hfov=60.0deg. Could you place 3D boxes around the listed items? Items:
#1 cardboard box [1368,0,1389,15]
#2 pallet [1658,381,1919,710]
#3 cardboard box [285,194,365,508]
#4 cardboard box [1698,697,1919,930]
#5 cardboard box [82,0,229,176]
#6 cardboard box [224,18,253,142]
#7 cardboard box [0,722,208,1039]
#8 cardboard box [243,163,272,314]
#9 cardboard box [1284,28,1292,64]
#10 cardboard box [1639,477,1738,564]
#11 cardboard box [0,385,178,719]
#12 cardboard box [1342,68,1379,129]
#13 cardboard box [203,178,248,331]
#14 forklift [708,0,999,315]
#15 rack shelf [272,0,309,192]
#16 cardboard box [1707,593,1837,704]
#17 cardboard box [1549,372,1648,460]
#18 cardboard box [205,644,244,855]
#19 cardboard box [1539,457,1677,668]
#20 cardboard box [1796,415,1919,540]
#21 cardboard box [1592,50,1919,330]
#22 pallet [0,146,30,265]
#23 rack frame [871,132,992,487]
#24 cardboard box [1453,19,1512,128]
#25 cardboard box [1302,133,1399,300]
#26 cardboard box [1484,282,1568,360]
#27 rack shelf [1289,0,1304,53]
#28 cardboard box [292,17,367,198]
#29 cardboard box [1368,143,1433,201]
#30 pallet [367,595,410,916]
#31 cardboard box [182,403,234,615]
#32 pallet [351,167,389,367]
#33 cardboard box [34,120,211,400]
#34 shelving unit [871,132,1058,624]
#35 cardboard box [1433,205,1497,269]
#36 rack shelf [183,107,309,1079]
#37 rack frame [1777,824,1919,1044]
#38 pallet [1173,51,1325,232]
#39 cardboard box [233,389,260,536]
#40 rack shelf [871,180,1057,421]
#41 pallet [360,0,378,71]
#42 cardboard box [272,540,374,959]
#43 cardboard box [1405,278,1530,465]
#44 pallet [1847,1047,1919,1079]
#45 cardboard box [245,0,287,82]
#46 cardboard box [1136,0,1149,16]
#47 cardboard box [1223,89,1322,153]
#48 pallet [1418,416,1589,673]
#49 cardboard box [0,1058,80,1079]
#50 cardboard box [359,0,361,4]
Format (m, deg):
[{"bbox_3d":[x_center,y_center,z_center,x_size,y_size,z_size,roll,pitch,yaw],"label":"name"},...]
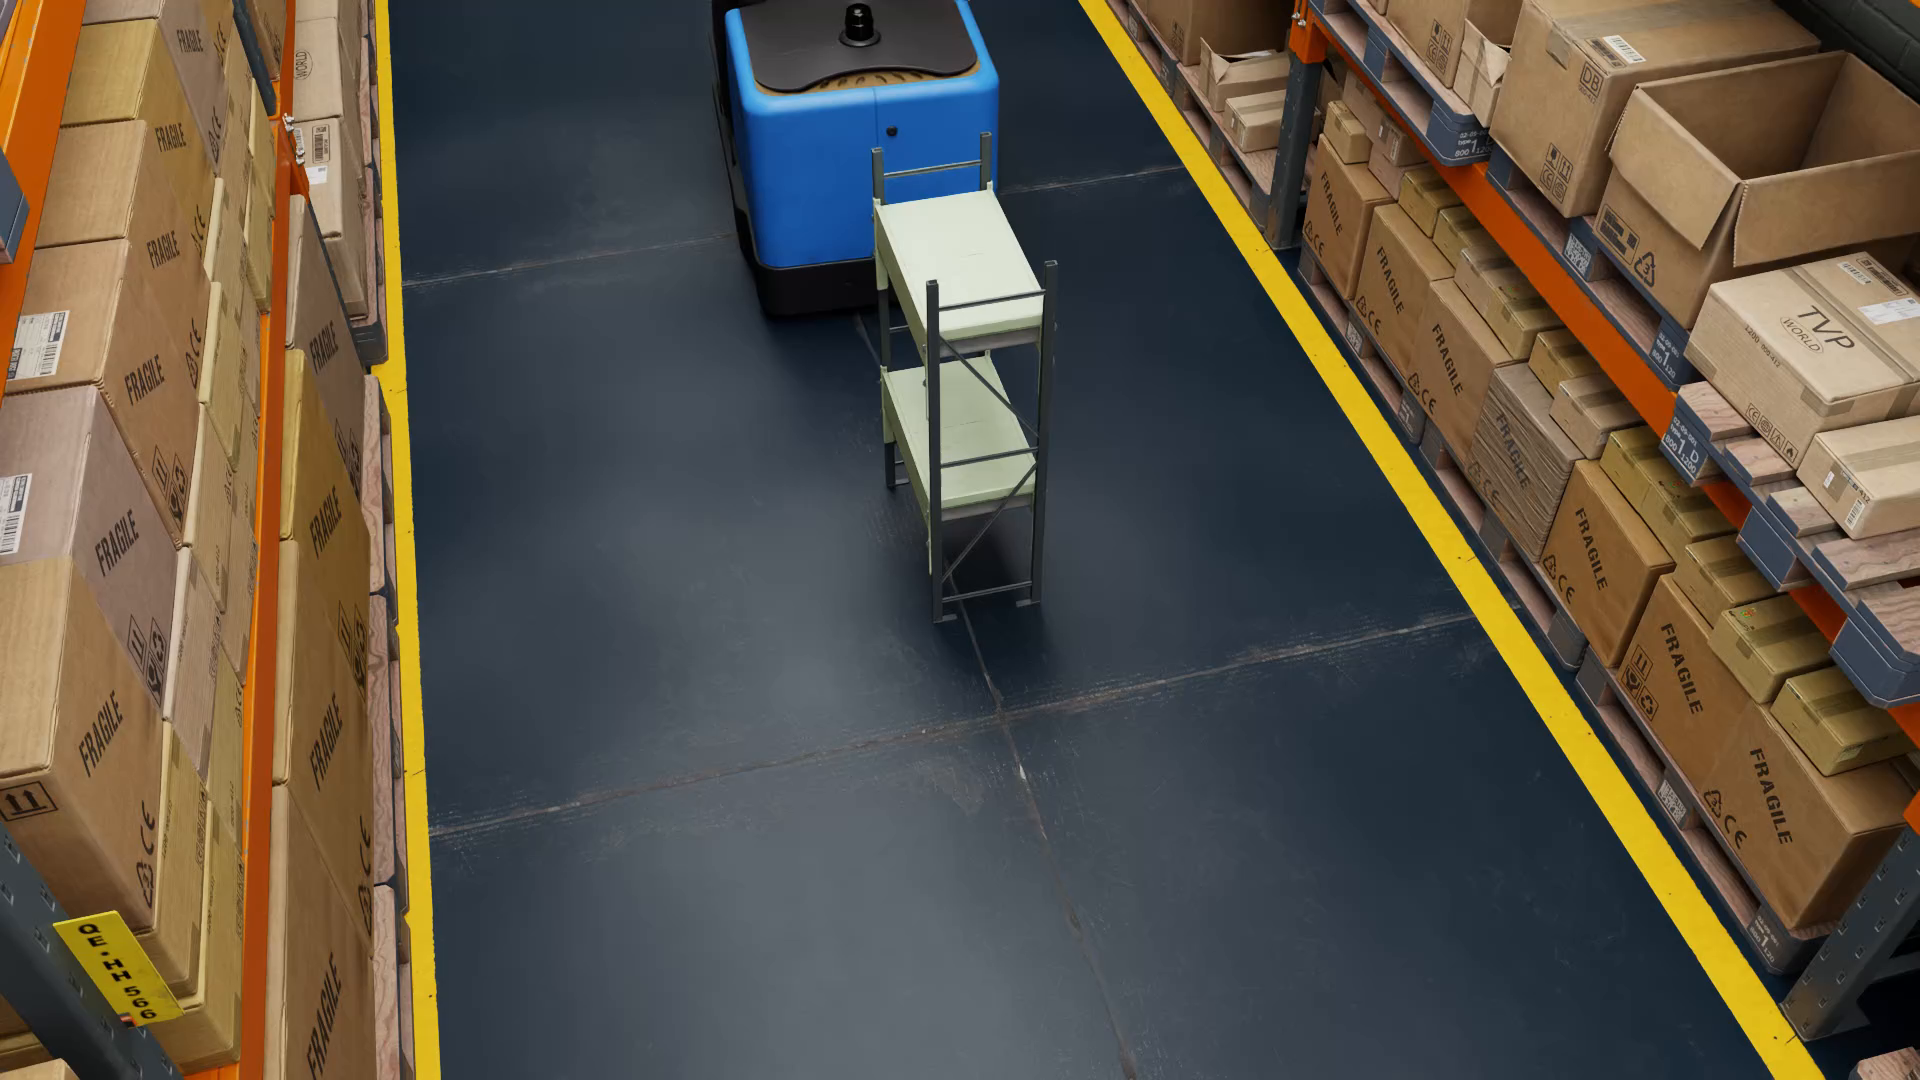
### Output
[{"bbox_3d":[1.792,-2.292,6.032,0.700,0.500,0.500,-10,46,-9],"label":"cardboard box"},{"bbox_3d":[2.667,-0.112,4.393,1.213,0.211,1.003,-11,47,-10],"label":"pallet"},{"bbox_3d":[-2.677,-0.565,5.897,0.875,0.875,0.875,-9,46,-9],"label":"cardboard box"},{"bbox_3d":[2.593,0.752,4.869,0.500,0.500,0.500,-9,46,-9],"label":"cardboard box"},{"bbox_3d":[-2.416,-1.342,4.694,0.500,0.500,0.500,-10,46,-10],"label":"cardboard box"},{"bbox_3d":[-2.565,-1.438,5.314,0.500,0.250,0.500,-11,47,-10],"label":"cardboard box"},{"bbox_3d":[-1.780,0.669,3.249,0.500,0.250,0.500,-11,47,-11],"label":"cardboard box"},{"bbox_3d":[-2.425,-0.907,5.144,0.500,0.250,0.500,-11,47,-11],"label":"cardboard box"},{"bbox_3d":[1.833,-2.433,8.236,0.380,0.149,0.250,-11,47,-11],"label":"cardboard box"},{"bbox_3d":[2.389,-0.081,5.231,0.380,0.149,0.250,-9,46,-9],"label":"cardboard box"},{"bbox_3d":[-1.915,0.076,3.305,0.500,0.500,0.500,-11,47,-10],"label":"cardboard box"},{"bbox_3d":[1.778,-1.803,6.711,0.380,0.149,0.250,-11,47,-11],"label":"cardboard box"},{"bbox_3d":[-2.291,-0.737,4.627,0.500,0.250,0.500,-10,46,-9],"label":"cardboard box"},{"bbox_3d":[-0.623,-3.053,7.190,1.130,2.935,3.031,-8,46,-8],"label":"forklift"},{"bbox_3d":[-3.425,-2.704,7.303,1.077,0.370,4.000,-11,47,-10],"label":"rack shelf"},{"bbox_3d":[2.438,0.300,4.858,0.380,0.149,0.250,-13,47,-12],"label":"cardboard box"},{"bbox_3d":[2.225,-0.438,5.581,0.380,0.149,0.250,-13,47,-12],"label":"cardboard box"},{"bbox_3d":[-1.919,0.504,3.761,0.500,0.250,0.500,-12,47,-11],"label":"cardboard box"},{"bbox_3d":[2.338,0.043,5.563,0.500,0.500,0.500,-9,46,-9],"label":"cardboard box"},{"bbox_3d":[2.370,-0.166,4.194,0.380,0.149,0.250,-10,46,-10],"label":"cardboard box"},{"bbox_3d":[2.312,-1.000,4.763,0.797,0.503,0.637,-12,47,-11],"label":"cardboard box"},{"bbox_3d":[-2.105,-0.232,2.409,1.213,0.211,1.003,-9,46,-8],"label":"pallet"},{"bbox_3d":[-0.092,-0.773,5.957,0.400,1.500,0.023,-11,47,-10],"label":"rack frame"},{"bbox_3d":[1.869,-1.556,5.475,0.396,0.266,0.258,-9,46,-8],"label":"cardboard box"},{"bbox_3d":[1.791,-1.382,6.960,0.500,0.500,0.500,-9,46,-9],"label":"cardboard box"},{"bbox_3d":[2.114,-0.798,5.934,0.380,0.149,0.250,-9,46,-9],"label":"cardboard box"},{"bbox_3d":[1.373,-3.614,8.195,1.077,0.370,4.000,-11,47,-10],"label":"rack shelf"},{"bbox_3d":[-3.199,-1.896,7.508,0.875,0.438,0.875,-12,47,-11],"label":"cardboard box"},{"bbox_3d":[1.865,-1.511,6.632,0.380,0.149,0.250,-12,47,-11],"label":"cardboard box"},{"bbox_3d":[-2.326,0.764,5.354,1.003,0.211,1.213,-11,47,-10],"label":"pallet"},{"bbox_3d":[-2.027,-0.034,3.938,0.500,0.250,0.500,-11,47,-10],"label":"cardboard box"},{"bbox_3d":[-3.032,-1.138,7.218,1.003,0.211,1.213,-11,47,-10],"label":"pallet"},{"bbox_3d":[-2.158,-0.633,4.000,0.500,0.500,0.500,-10,46,-10],"label":"cardboard box"},{"bbox_3d":[0.002,-0.520,5.710,0.431,1.500,0.755,-11,47,-10],"label":"shelving unit"},{"bbox_3d":[2.025,-1.149,6.278,0.380,0.149,0.250,-11,47,-11],"label":"cardboard box"},{"bbox_3d":[-2.401,0.058,4.597,1.077,0.370,4.000,-11,47,-10],"label":"rack shelf"},{"bbox_3d":[2.909,0.276,3.879,1.000,3.000,0.127,-11,47,-10],"label":"rack frame"},{"bbox_3d":[1.710,-1.983,8.046,1.003,0.211,1.213,-11,47,-10],"label":"pallet"},{"bbox_3d":[-2.178,-0.199,4.450,0.500,0.250,0.500,-11,47,-10],"label":"cardboard box"},{"bbox_3d":[0.002,-0.793,5.431,0.431,0.370,0.720,-11,47,-10],"label":"rack shelf"},{"bbox_3d":[-3.656,-2.823,8.869,1.003,0.211,1.213,-11,47,-10],"label":"pallet"},{"bbox_3d":[-2.209,0.675,4.682,0.875,0.875,0.875,-10,46,-10],"label":"cardboard box"},{"bbox_3d":[2.060,-0.671,6.263,0.500,0.500,0.500,-12,47,-11],"label":"cardboard box"},{"bbox_3d":[3.082,1.828,4.311,1.003,0.211,1.213,-11,47,-10],"label":"pallet"},{"bbox_3d":[-2.780,-1.982,6.022,0.500,0.500,0.500,-9,46,-9],"label":"cardboard box"},{"bbox_3d":[1.146,-3.099,8.643,0.500,0.500,0.500,-10,46,-10],"label":"cardboard box"},{"bbox_3d":[1.458,-1.965,7.778,0.380,0.149,0.250,-12,47,-12],"label":"cardboard box"},{"bbox_3d":[2.445,-0.111,6.211,1.003,0.211,1.213,-11,47,-10],"label":"pallet"},{"bbox_3d":[-1.504,1.164,2.437,0.500,0.500,0.500,-12,47,-11],"label":"cardboard box"},{"bbox_3d":[-3.671,-3.149,8.736,0.875,0.438,0.875,-12,47,-12],"label":"cardboard box"}]
